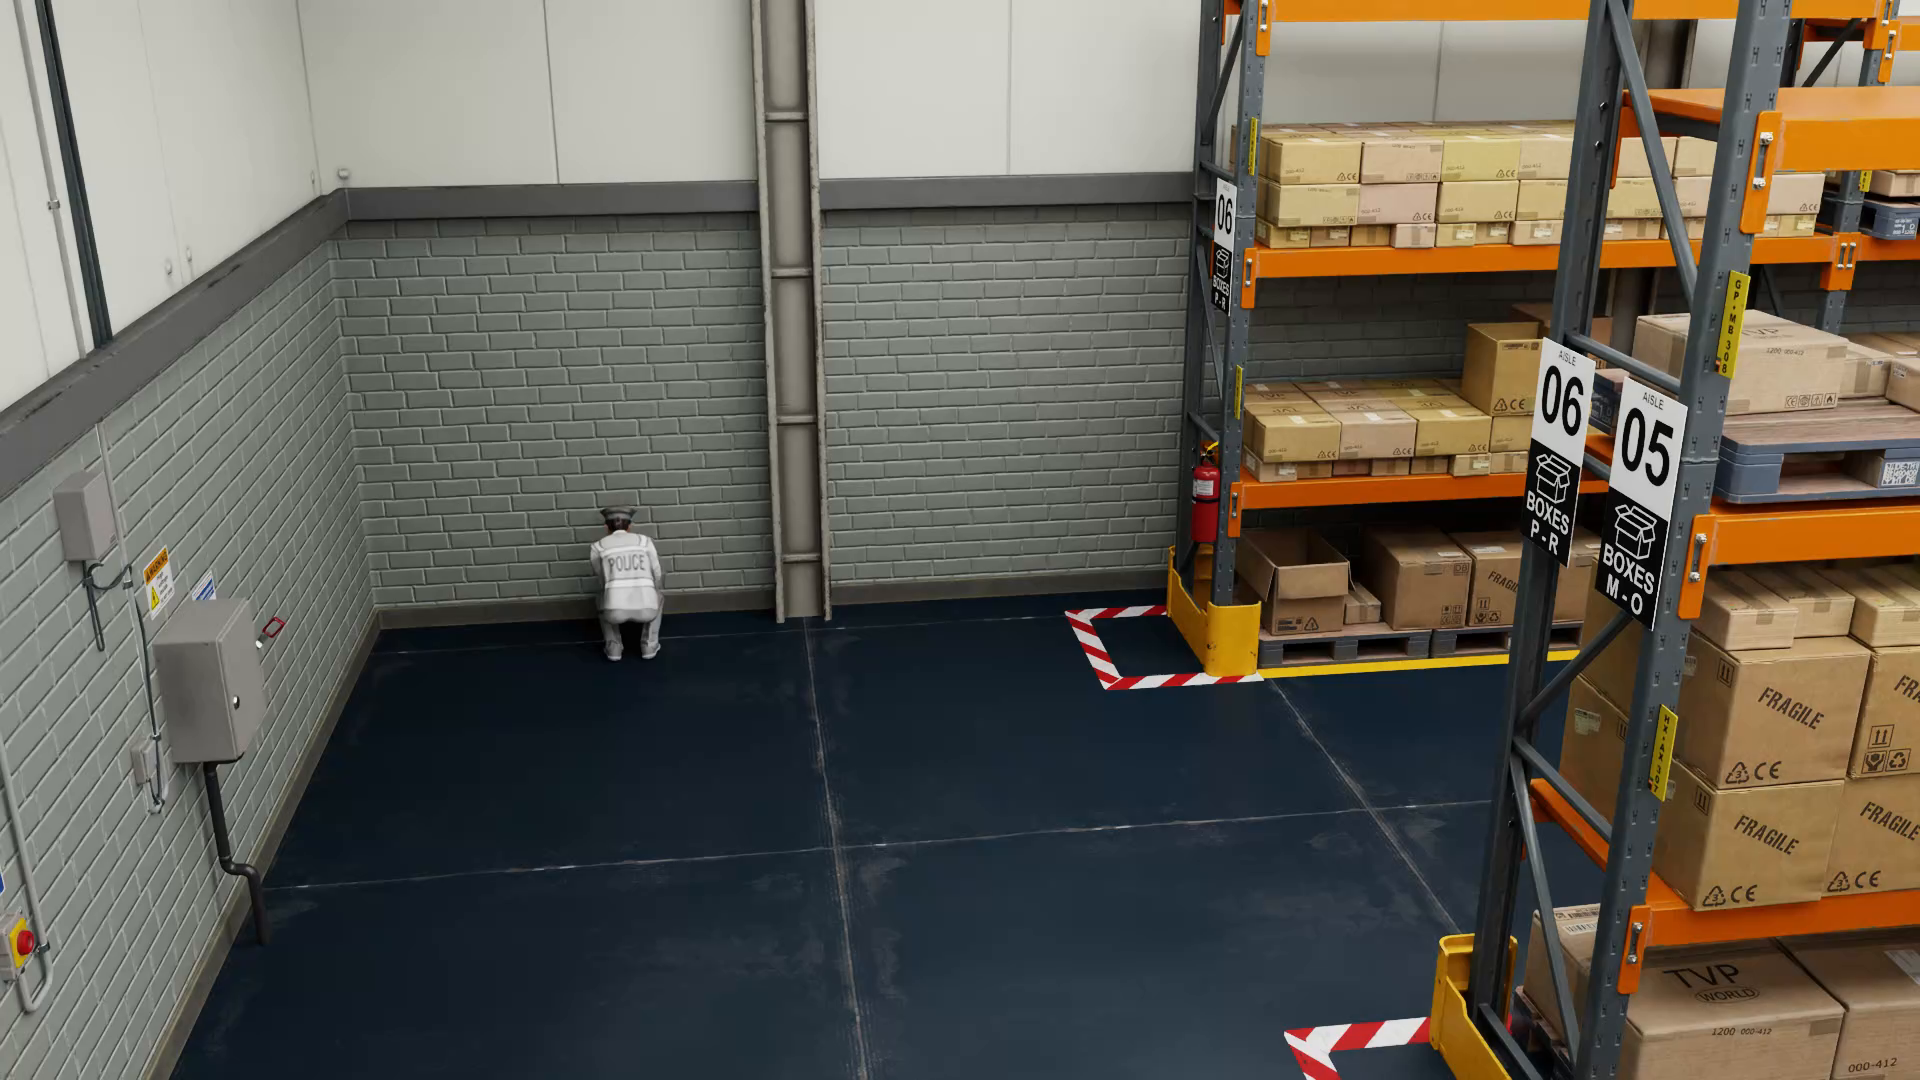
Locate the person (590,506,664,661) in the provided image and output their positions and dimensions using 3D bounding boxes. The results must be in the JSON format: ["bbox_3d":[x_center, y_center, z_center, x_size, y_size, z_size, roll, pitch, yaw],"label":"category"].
[{"bbox_3d":[-2.269,0.280,11.342,0.471,0.971,0.841,-3,20,-8],"label":"person"}]
